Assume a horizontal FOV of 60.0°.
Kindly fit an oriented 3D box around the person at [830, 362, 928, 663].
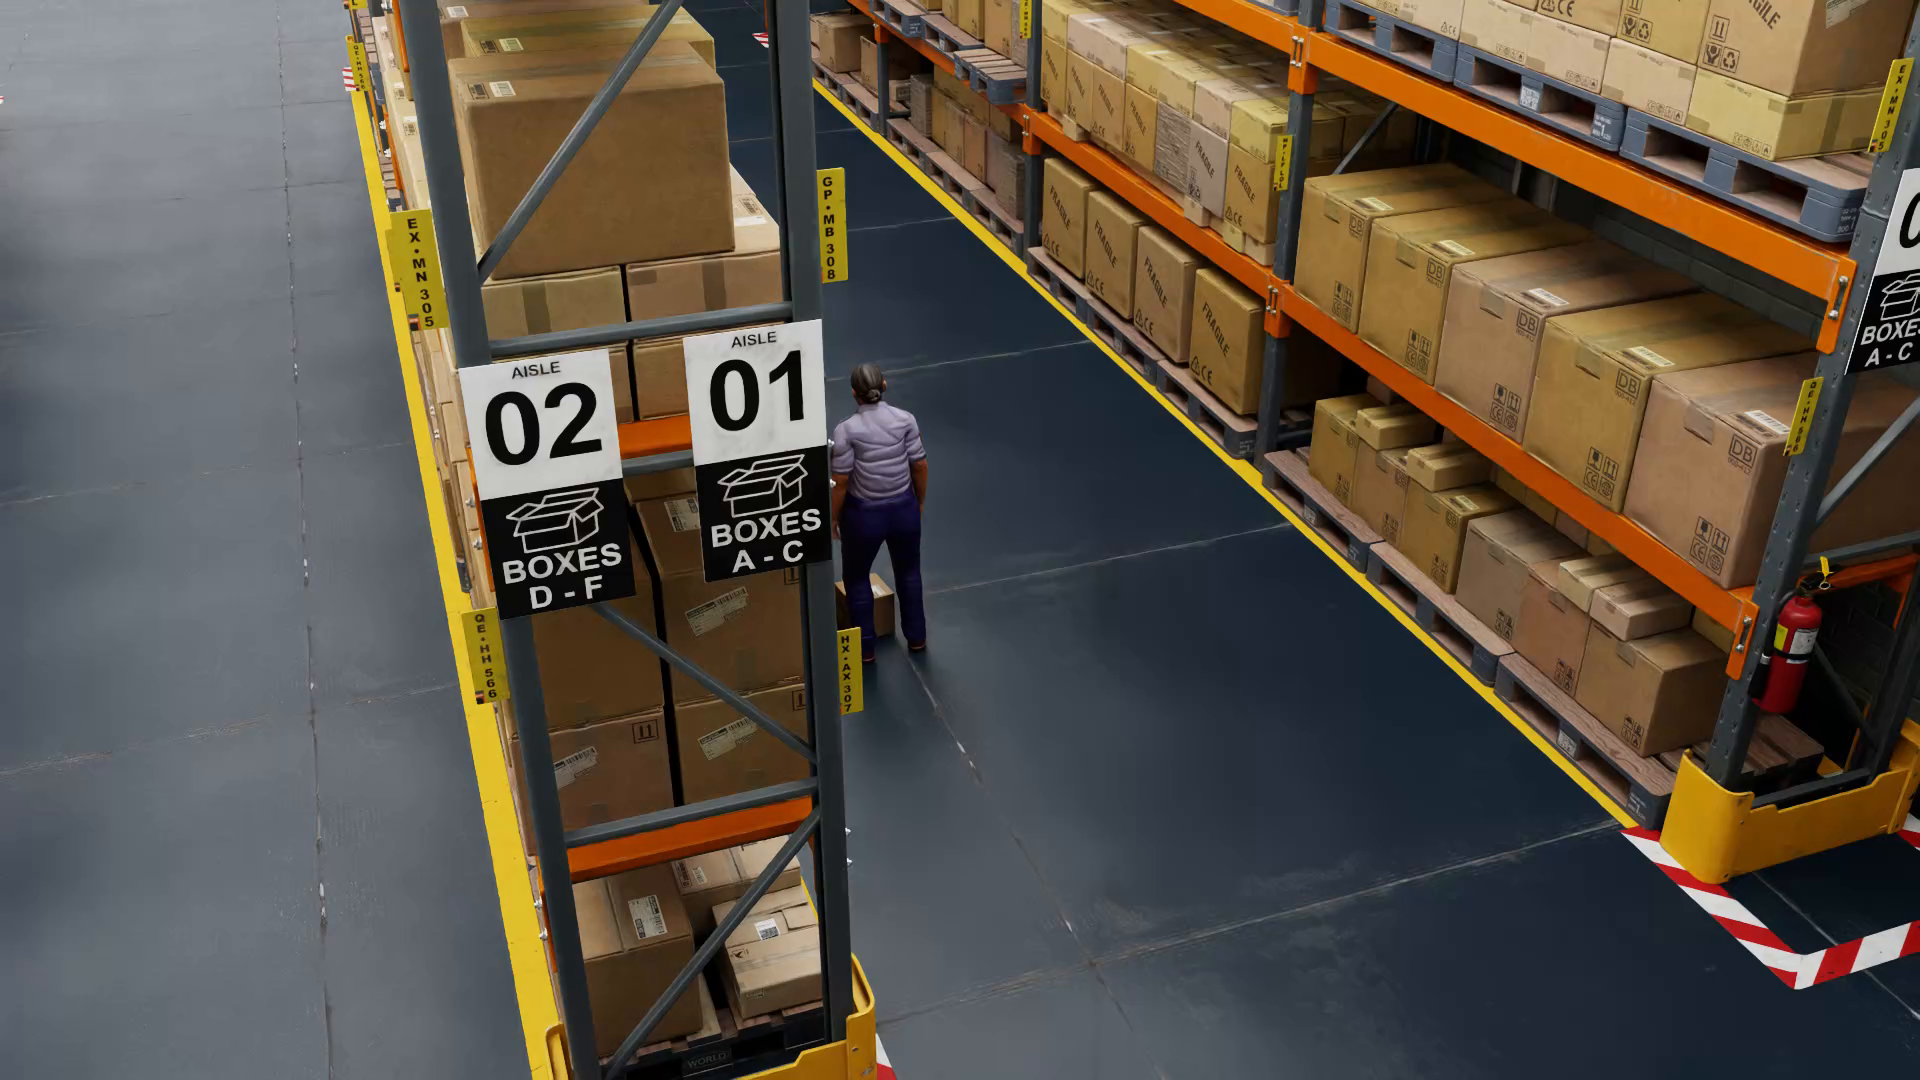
[{"bbox_3d":[-0.413,-0.128,8.570,0.543,1.648,0.372,-11,32,-18],"label":"person"}]
